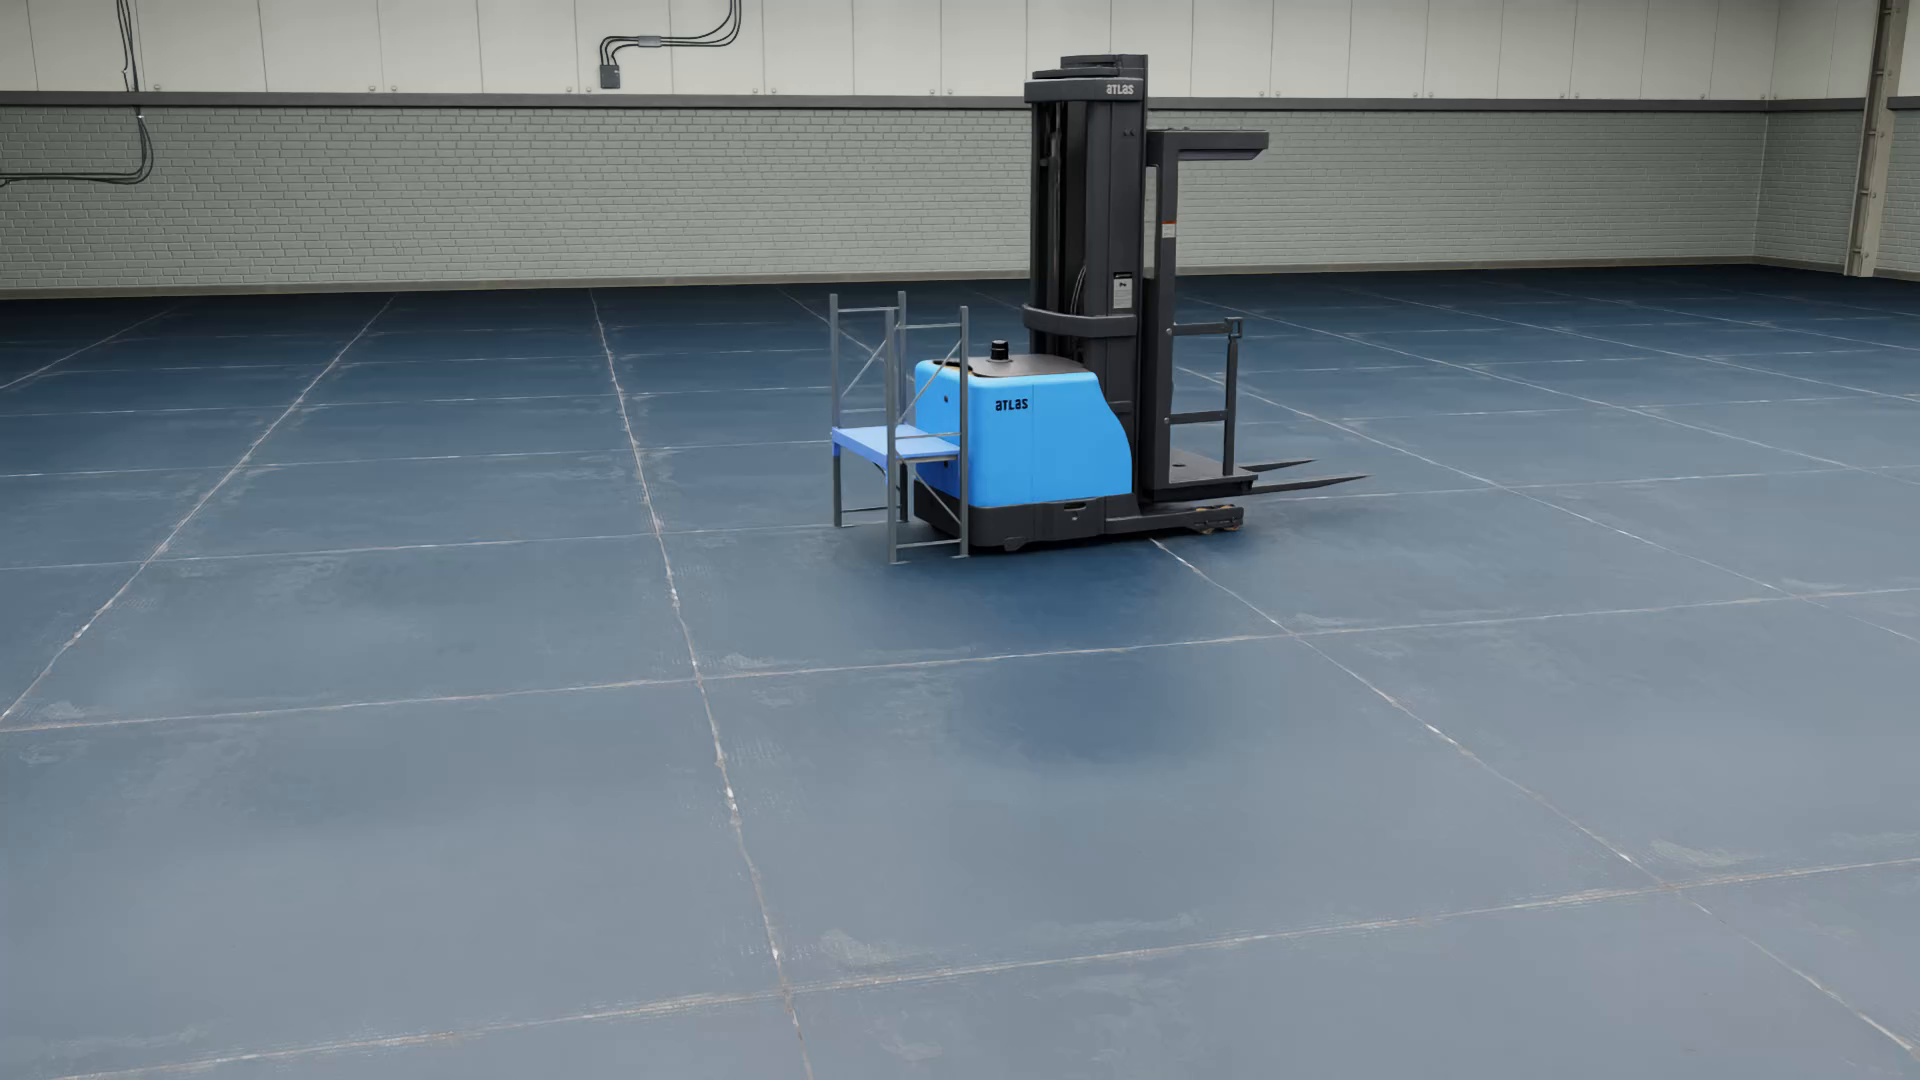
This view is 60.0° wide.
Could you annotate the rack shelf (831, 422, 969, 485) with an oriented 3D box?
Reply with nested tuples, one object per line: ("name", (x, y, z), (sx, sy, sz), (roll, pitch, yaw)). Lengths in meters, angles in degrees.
("rack shelf", (-0.385, -0.542, 10.242), (0.538, 0.185, 1.000), (-6, 15, -22))

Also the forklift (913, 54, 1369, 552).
("forklift", (1.260, -1.567, 10.666), (3.031, 2.935, 1.130), (-6, 15, -24))

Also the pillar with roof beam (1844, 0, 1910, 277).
("pillar with roof beam", (11.934, -8.870, 27.770), (9.100, 9.000, 0.400), (-3, 14, -13))

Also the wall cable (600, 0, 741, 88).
("wall cable", (-4.675, -10.285, 26.397), (2.305, 6.003, 0.169), (-3, 14, -13))

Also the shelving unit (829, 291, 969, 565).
("shelving unit", (-0.385, -0.716, 10.199), (0.538, 1.500, 1.048), (-6, 15, -22))

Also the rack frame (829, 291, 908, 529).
("rack frame", (-0.580, -0.828, 10.655), (0.500, 1.500, 0.032), (-6, 15, -22))

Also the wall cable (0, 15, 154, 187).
("wall cable", (-13.907, -6.599, 25.018), (3.097, 2.526, 0.112), (-3, 14, -13))

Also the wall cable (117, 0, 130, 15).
("wall cable", (-11.277, -9.203, 25.036), (3.097, 2.526, 0.112), (-3, 14, -13))

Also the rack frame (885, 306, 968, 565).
("rack frame", (-0.189, -0.605, 9.743), (0.500, 1.500, 0.032), (-6, 15, -22))
